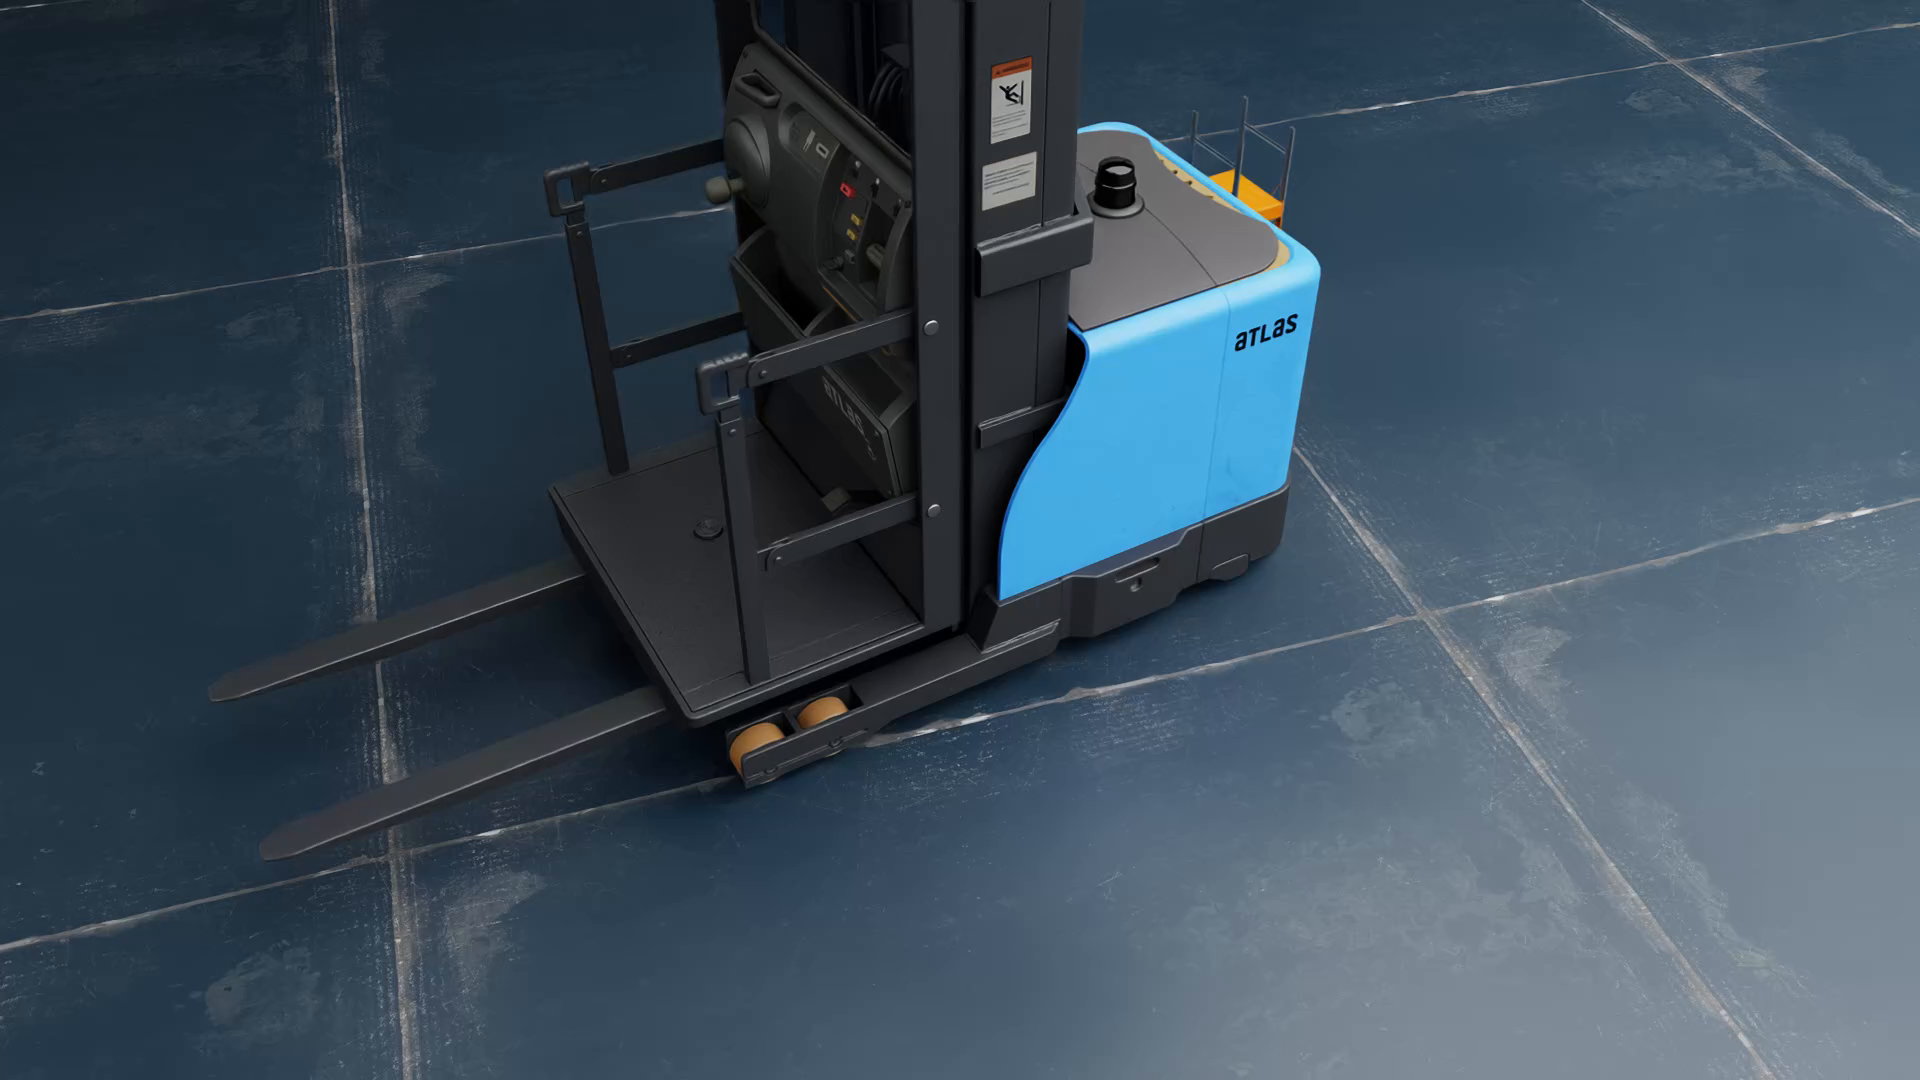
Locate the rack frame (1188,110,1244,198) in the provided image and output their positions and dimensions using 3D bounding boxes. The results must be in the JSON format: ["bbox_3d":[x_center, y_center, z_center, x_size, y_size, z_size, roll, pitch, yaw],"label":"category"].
[{"bbox_3d":[0.743,-0.737,5.181,0.006,1.200,0.240,-21,45,-22],"label":"rack frame"}]

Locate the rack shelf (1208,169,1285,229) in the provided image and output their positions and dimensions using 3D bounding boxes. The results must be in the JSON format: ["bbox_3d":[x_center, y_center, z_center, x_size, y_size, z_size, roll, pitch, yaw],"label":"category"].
[{"bbox_3d":[0.823,-1.004,5.008,0.180,0.103,0.258,-21,45,-22],"label":"rack shelf"}]

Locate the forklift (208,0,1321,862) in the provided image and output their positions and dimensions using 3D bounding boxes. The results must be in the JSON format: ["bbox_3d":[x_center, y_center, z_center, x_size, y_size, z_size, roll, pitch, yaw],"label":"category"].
[{"bbox_3d":[-0.538,-0.845,3.989,3.031,2.935,1.130,-21,45,-22],"label":"forklift"}]

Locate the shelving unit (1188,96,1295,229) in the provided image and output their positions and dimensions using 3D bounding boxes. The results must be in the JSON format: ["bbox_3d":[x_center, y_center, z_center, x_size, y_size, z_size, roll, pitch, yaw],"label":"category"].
[{"bbox_3d":[0.823,-0.767,5.216,0.189,1.200,0.258,-21,45,-22],"label":"shelving unit"}]

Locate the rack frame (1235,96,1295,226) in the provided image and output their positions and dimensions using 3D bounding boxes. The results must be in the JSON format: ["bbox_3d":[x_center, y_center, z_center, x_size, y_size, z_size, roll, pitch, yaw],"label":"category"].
[{"bbox_3d":[0.902,-0.797,5.250,0.006,1.200,0.240,-21,45,-22],"label":"rack frame"}]
